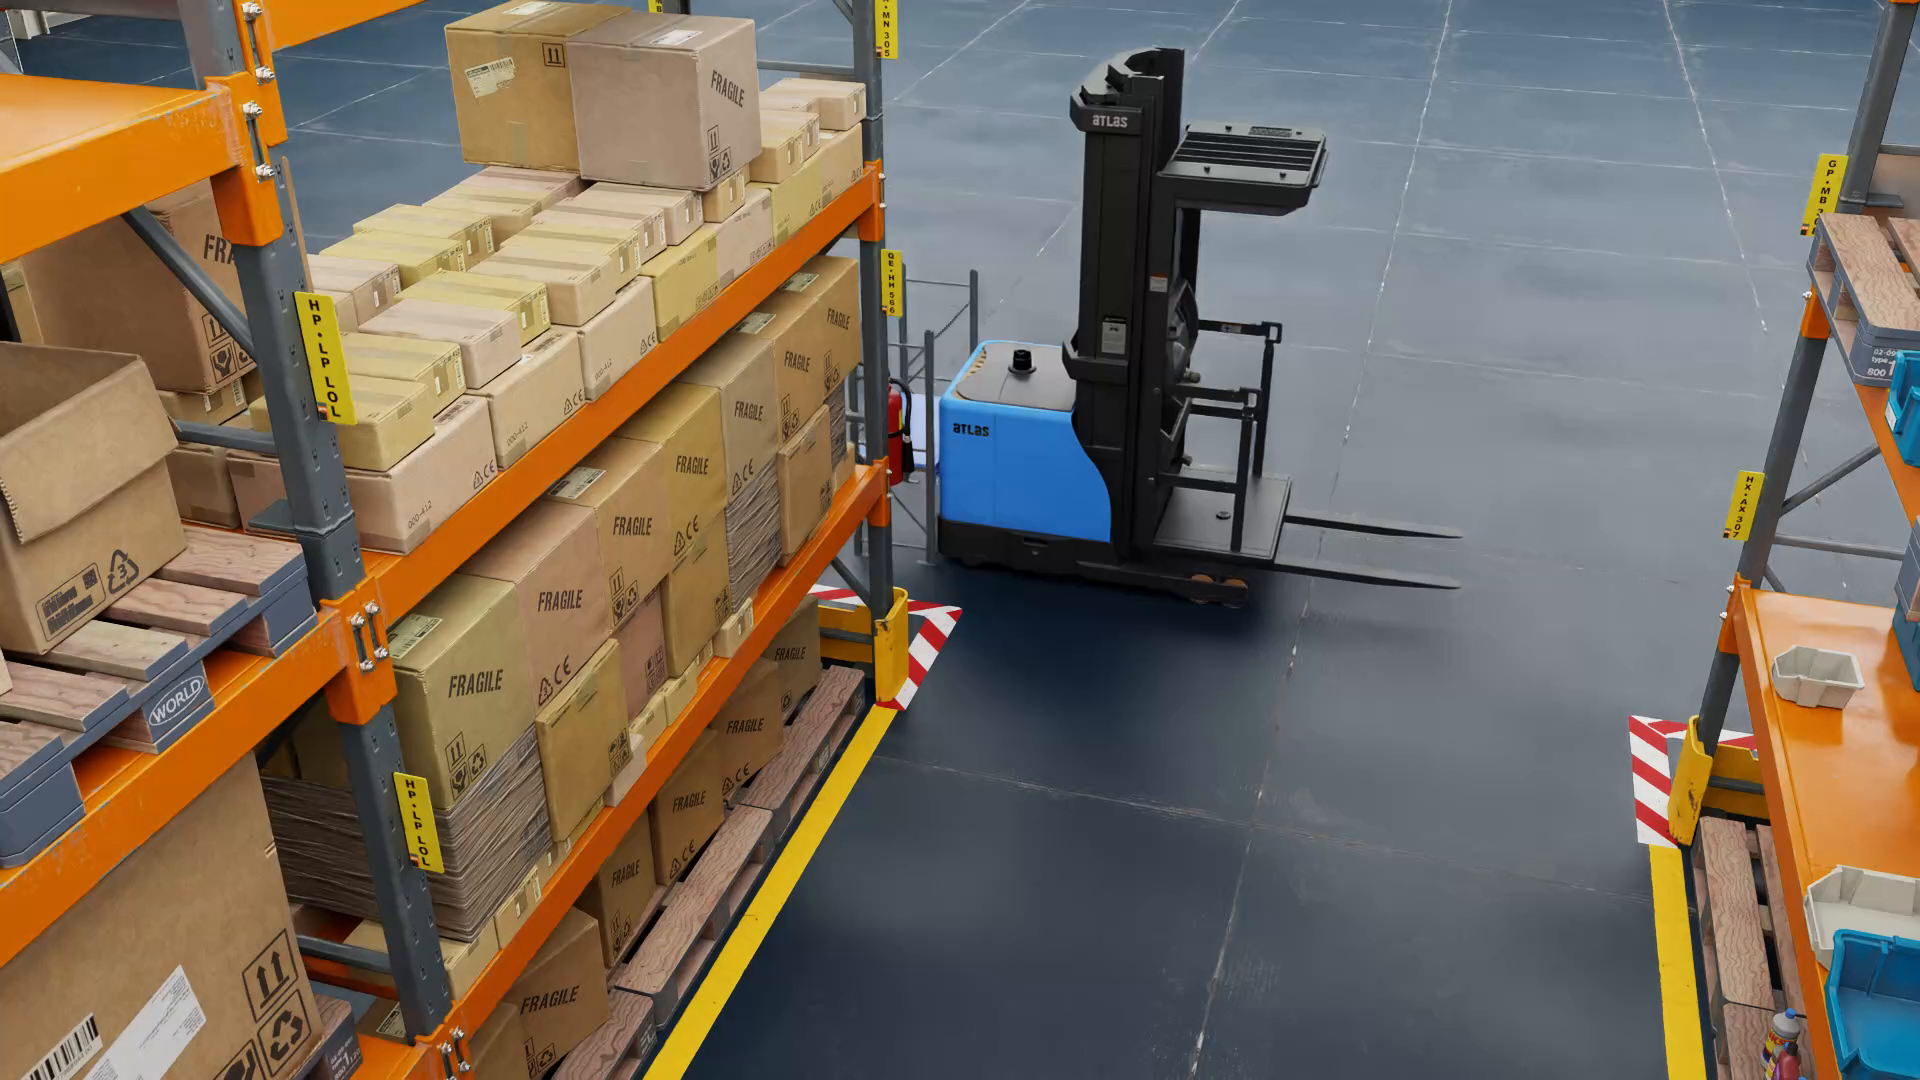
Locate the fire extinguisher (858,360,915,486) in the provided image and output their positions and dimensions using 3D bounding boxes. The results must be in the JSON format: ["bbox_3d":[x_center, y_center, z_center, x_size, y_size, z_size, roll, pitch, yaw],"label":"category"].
[{"bbox_3d":[-0.371,-0.605,8.331,0.296,0.674,0.183,8,30,15],"label":"fire extinguisher"}]

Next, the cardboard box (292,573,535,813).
[{"bbox_3d":[-1.644,0.424,4.964,0.500,0.500,0.500,8,30,15],"label":"cardboard box"}]

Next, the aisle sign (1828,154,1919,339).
[{"bbox_3d":[3.631,-1.156,6.568,0.394,0.787,0.004,8,30,15],"label":"aisle sign"}]

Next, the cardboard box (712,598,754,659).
[{"bbox_3d":[-1.071,0.333,6.825,0.380,0.149,0.250,8,30,15],"label":"cardboard box"}]

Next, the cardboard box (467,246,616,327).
[{"bbox_3d":[-1.324,-0.807,5.273,0.380,0.149,0.250,8,30,14],"label":"cardboard box"}]

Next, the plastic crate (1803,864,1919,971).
[{"bbox_3d":[2.950,1.239,5.208,0.530,0.136,0.437,8,30,15],"label":"plastic crate"}]

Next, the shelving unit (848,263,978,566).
[{"bbox_3d":[-0.265,-0.776,10.103,0.538,1.500,1.048,7,30,13],"label":"shelving unit"}]

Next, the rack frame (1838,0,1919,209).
[{"bbox_3d":[3.890,-2.566,5.606,1.000,3.000,0.127,8,30,15],"label":"rack frame"}]

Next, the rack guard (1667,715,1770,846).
[{"bbox_3d":[3.912,1.190,7.596,1.175,0.500,0.348,8,30,15],"label":"rack guard"}]

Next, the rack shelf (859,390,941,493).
[{"bbox_3d":[-0.265,-0.619,10.190,0.538,0.185,1.000,7,30,13],"label":"rack shelf"}]

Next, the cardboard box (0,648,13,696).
[{"bbox_3d":[-2.199,0.223,3.384,0.396,0.266,0.258,10,30,17],"label":"cardboard box"}]

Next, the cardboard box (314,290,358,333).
[{"bbox_3d":[-2.043,-0.644,4.981,0.380,0.149,0.250,7,30,12],"label":"cardboard box"}]

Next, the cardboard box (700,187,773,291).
[{"bbox_3d":[-1.046,-1.167,6.330,0.500,0.250,0.500,9,30,16],"label":"cardboard box"}]

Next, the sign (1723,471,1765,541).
[{"bbox_3d":[3.365,-0.146,7.142,0.100,0.325,0.005,8,30,15],"label":"sign"}]

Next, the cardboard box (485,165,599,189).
[{"bbox_3d":[-1.561,-1.376,6.297,0.380,0.149,0.250,7,30,13],"label":"cardboard box"}]

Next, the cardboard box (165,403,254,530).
[{"bbox_3d":[-2.135,-0.287,4.748,0.500,0.250,0.500,10,31,17],"label":"cardboard box"}]

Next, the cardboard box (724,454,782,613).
[{"bbox_3d":[-1.253,-0.097,6.931,0.875,0.500,0.500,8,30,15],"label":"cardboard box"}]

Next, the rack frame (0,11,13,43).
[{"bbox_3d":[-5.557,-4.027,8.233,1.000,3.000,0.127,8,30,15],"label":"rack frame"}]

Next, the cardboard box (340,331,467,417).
[{"bbox_3d":[-1.616,-0.452,4.636,0.380,0.149,0.250,7,30,12],"label":"cardboard box"}]

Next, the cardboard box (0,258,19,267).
[{"bbox_3d":[-5.703,-1.776,9.092,0.875,0.550,0.550,8,30,15],"label":"cardboard box"}]

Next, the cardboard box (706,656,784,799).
[{"bbox_3d":[-1.187,0.828,7.815,0.500,0.500,0.500,17,33,28],"label":"cardboard box"}]

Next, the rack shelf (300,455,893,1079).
[{"bbox_3d":[-1.432,0.593,6.839,1.077,0.370,4.000,8,30,15],"label":"rack shelf"}]

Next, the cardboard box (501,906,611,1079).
[{"bbox_3d":[-1.703,1.669,6.303,0.500,0.500,0.500,19,34,30],"label":"cardboard box"}]

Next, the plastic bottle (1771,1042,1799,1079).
[{"bbox_3d":[2.976,1.951,5.999,0.061,0.283,0.133,9,30,16],"label":"plastic bottle"}]

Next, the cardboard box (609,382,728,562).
[{"bbox_3d":[-1.215,-0.274,6.220,0.500,0.500,0.500,8,30,15],"label":"cardboard box"}]

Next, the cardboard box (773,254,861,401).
[{"bbox_3d":[-0.770,-0.971,7.472,0.500,0.500,0.500,8,30,15],"label":"cardboard box"}]

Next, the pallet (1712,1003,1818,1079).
[{"bbox_3d":[3.309,2.258,5.974,1.003,0.211,1.213,8,30,15],"label":"pallet"}]

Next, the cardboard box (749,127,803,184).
[{"bbox_3d":[-0.843,-1.530,6.573,0.380,0.149,0.250,9,30,15],"label":"cardboard box"}]

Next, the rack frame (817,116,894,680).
[{"bbox_3d":[-0.845,-0.651,8.335,1.000,3.000,0.127,8,30,15],"label":"rack frame"}]

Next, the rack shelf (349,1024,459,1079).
[{"bbox_3d":[-2.606,2.452,3.497,1.077,0.370,4.000,8,30,15],"label":"rack shelf"}]

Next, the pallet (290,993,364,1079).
[{"bbox_3d":[-2.382,1.626,4.439,1.003,0.211,1.213,8,30,15],"label":"pallet"}]

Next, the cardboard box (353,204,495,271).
[{"bbox_3d":[-1.818,-1.017,5.652,0.380,0.149,0.250,10,31,17],"label":"cardboard box"}]

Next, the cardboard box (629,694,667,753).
[{"bbox_3d":[-1.325,0.676,6.207,0.380,0.149,0.250,8,30,15],"label":"cardboard box"}]

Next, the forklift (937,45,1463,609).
[{"bbox_3d":[1.439,-1.176,9.348,3.031,2.935,1.130,8,30,14],"label":"forklift"}]

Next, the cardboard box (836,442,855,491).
[{"bbox_3d":[-0.731,-0.379,8.105,0.380,0.149,0.250,8,30,15],"label":"cardboard box"}]

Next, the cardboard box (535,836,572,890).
[{"bbox_3d":[-1.536,1.026,5.578,0.380,0.149,0.250,8,30,15],"label":"cardboard box"}]

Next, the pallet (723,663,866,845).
[{"bbox_3d":[-1.140,0.975,8.280,1.003,0.211,1.213,8,30,15],"label":"pallet"}]

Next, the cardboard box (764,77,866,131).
[{"bbox_3d":[-0.628,-1.897,7.233,0.380,0.149,0.250,8,30,15],"label":"cardboard box"}]

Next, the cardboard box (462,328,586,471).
[{"bbox_3d":[-1.492,-0.457,5.054,0.500,0.250,0.500,8,30,14],"label":"cardboard box"}]

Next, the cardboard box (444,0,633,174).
[{"bbox_3d":[-1.539,-1.703,6.217,0.500,0.500,0.500,8,30,15],"label":"cardboard box"}]

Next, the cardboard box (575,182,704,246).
[{"bbox_3d":[-1.142,-1.173,5.931,0.380,0.149,0.250,7,30,12],"label":"cardboard box"}]

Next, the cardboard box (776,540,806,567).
[{"bbox_3d":[-0.918,-0.026,7.469,0.380,0.149,0.250,8,30,15],"label":"cardboard box"}]

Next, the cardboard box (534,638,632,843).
[{"bbox_3d":[-1.647,0.607,5.665,0.875,0.500,0.500,8,30,15],"label":"cardboard box"}]

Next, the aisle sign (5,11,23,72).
[{"bbox_3d":[-5.249,-2.532,9.042,0.394,0.787,0.004,8,30,15],"label":"aisle sign"}]

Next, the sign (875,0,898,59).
[{"bbox_3d":[-0.320,-2.260,7.231,0.100,0.325,0.005,8,30,15],"label":"sign"}]
